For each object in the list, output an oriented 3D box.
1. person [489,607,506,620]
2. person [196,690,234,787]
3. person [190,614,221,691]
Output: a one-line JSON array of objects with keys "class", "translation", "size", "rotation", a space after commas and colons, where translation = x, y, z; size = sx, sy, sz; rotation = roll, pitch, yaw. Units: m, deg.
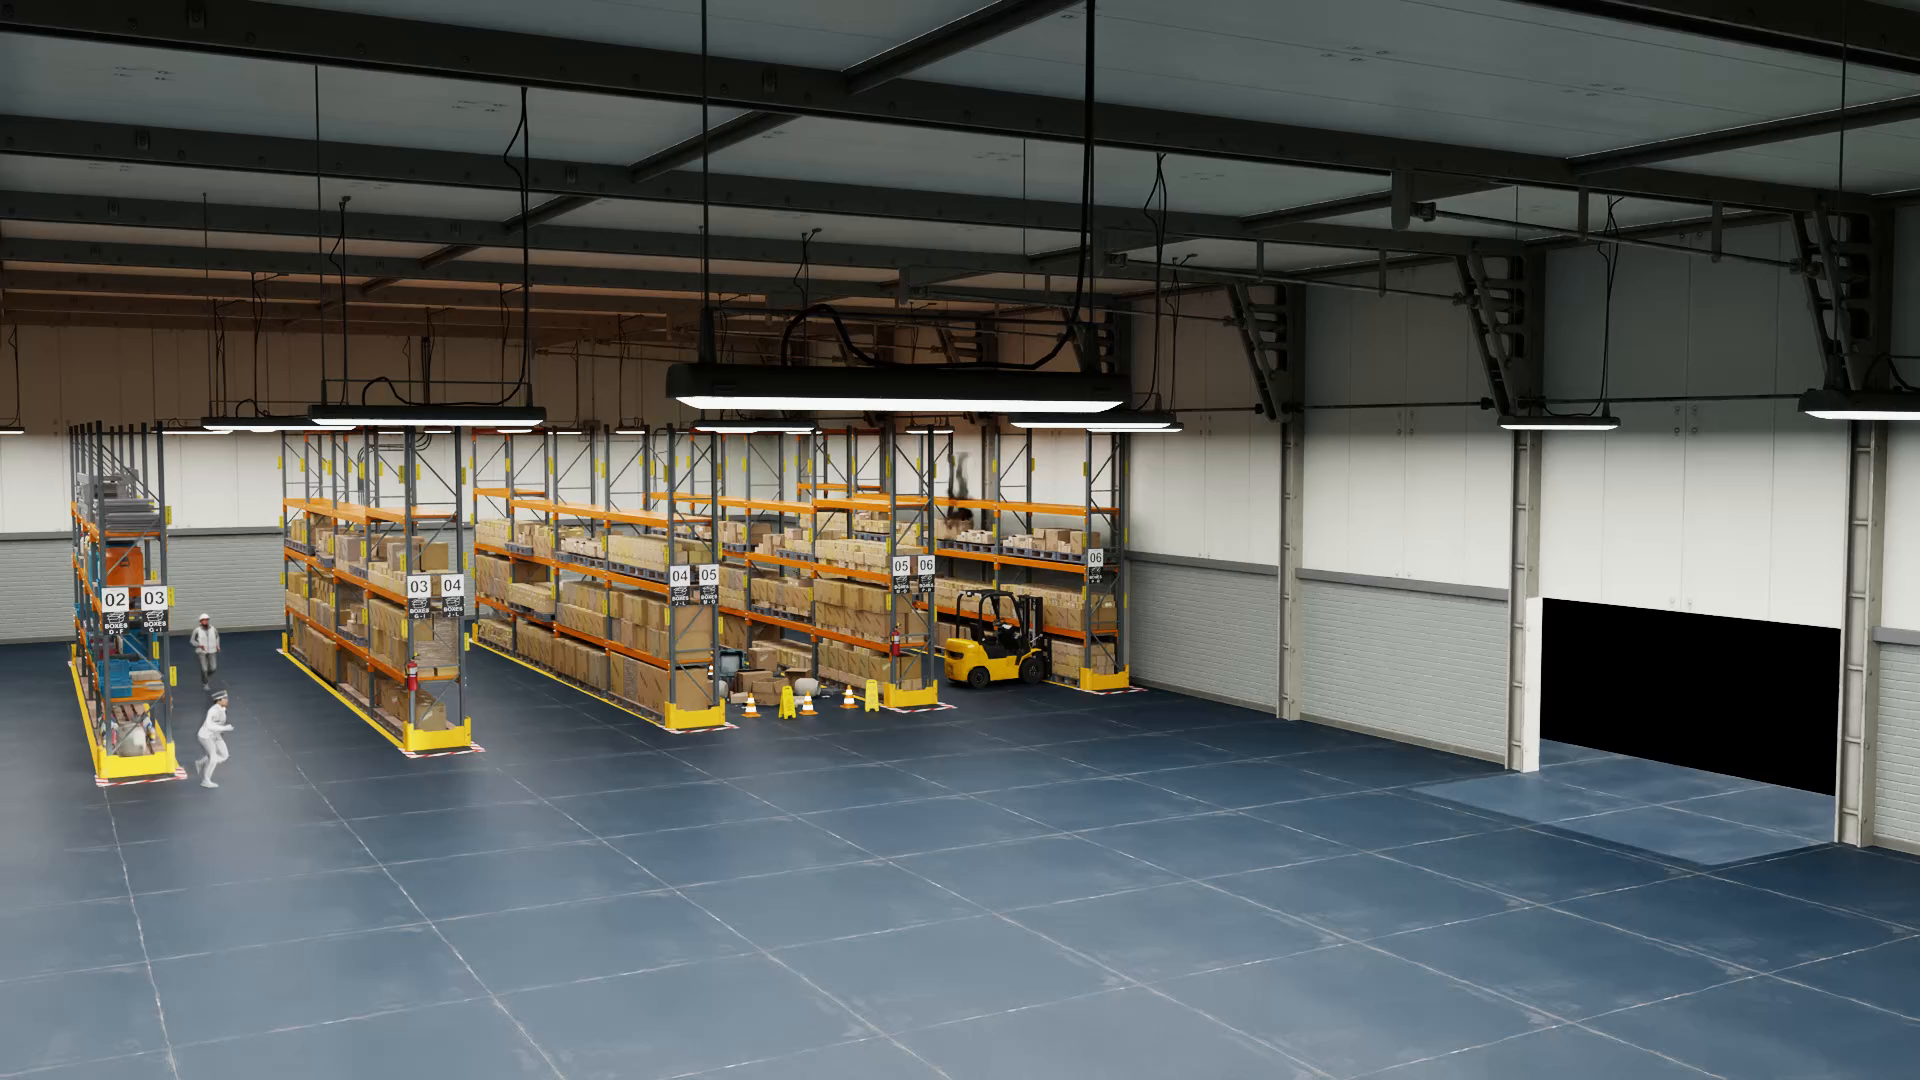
[{"class": "person", "translation": [-13.354, 1.882, 48.296], "size": [0.710, 1.779, 0.724], "rotation": [2, 4, 26]}, {"class": "person", "translation": [-12.189, 3.248, 27.192], "size": [0.669, 1.613, 0.604], "rotation": [0, 4, 2]}, {"class": "person", "translation": [-17.069, 2.539, 37.664], "size": [0.659, 1.730, 0.579], "rotation": [-3, 5, -39]}]
